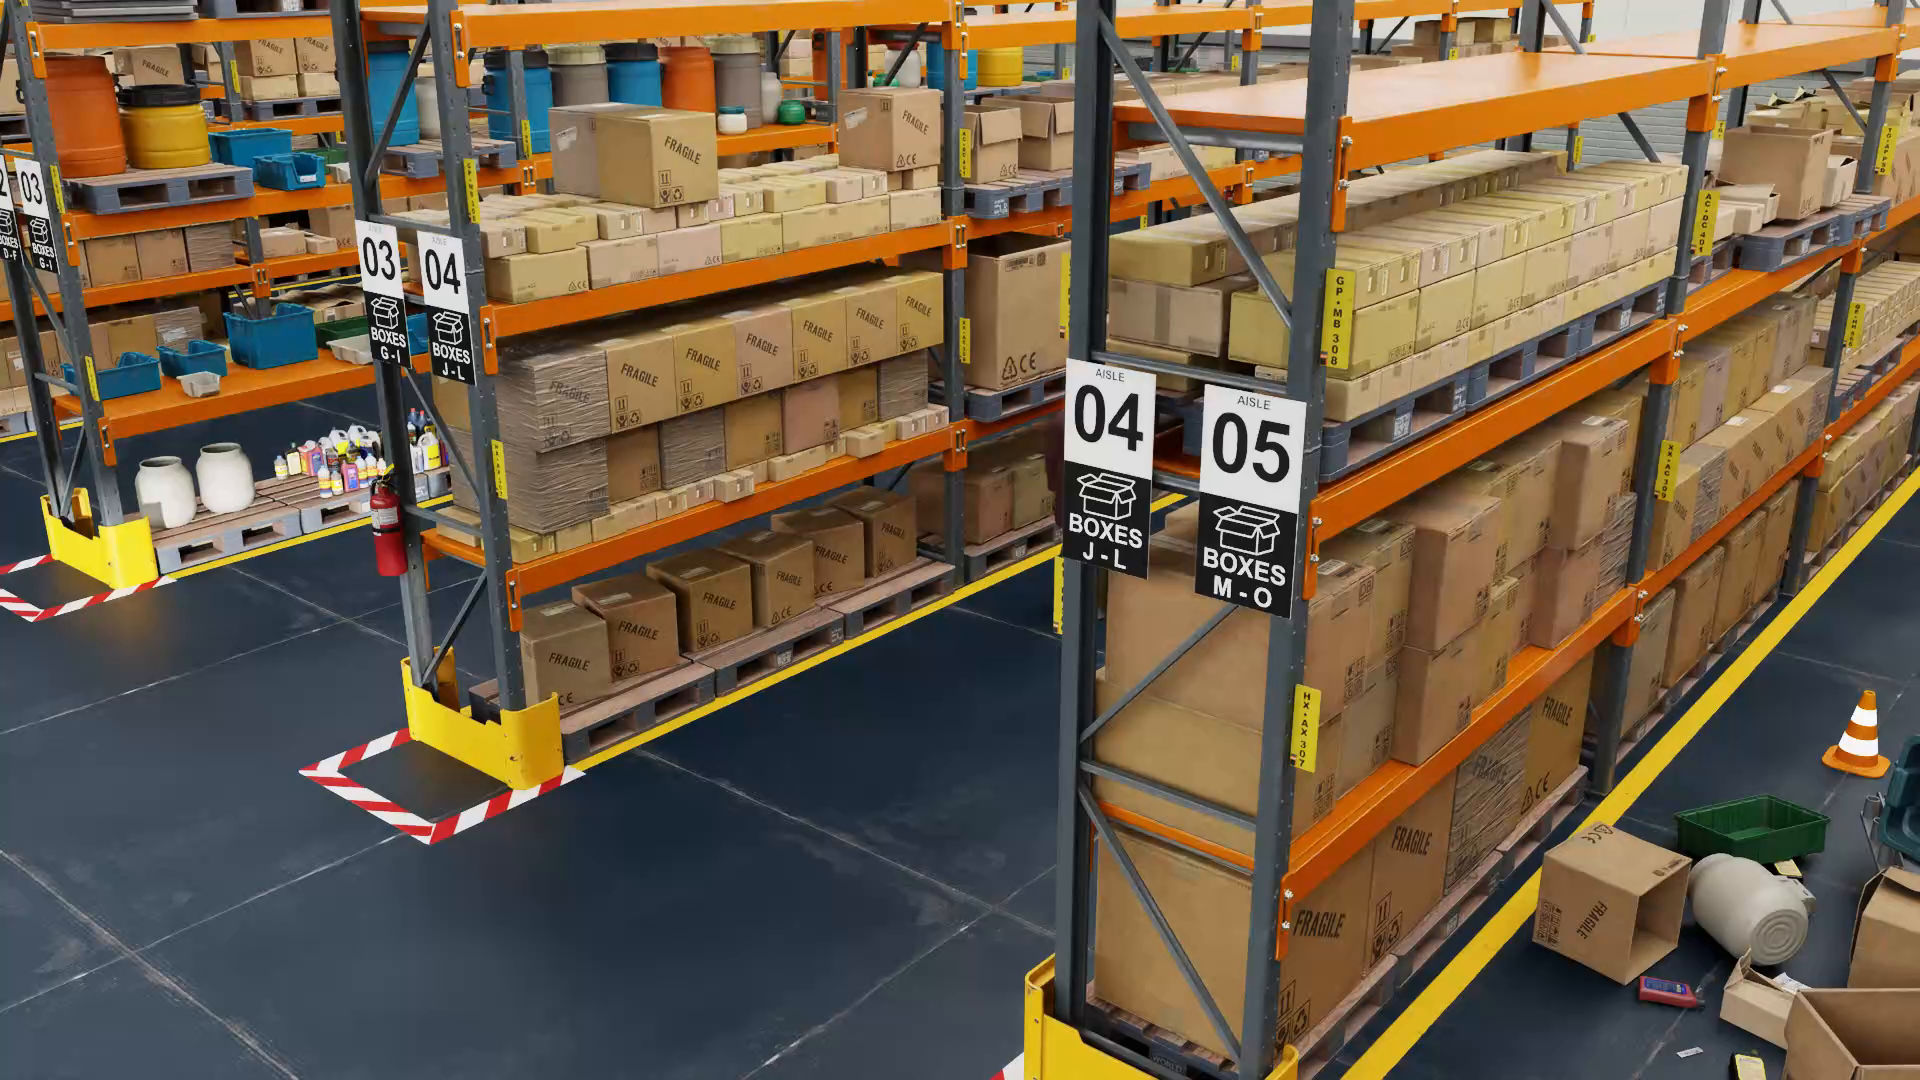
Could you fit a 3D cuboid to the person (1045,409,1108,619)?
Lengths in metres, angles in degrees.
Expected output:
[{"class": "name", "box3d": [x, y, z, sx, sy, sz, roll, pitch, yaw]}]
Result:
[{"class": "person", "box3d": [0.916, -0.322, 11.985, 0.625, 1.773, 0.430, 10, 22, 26]}]
